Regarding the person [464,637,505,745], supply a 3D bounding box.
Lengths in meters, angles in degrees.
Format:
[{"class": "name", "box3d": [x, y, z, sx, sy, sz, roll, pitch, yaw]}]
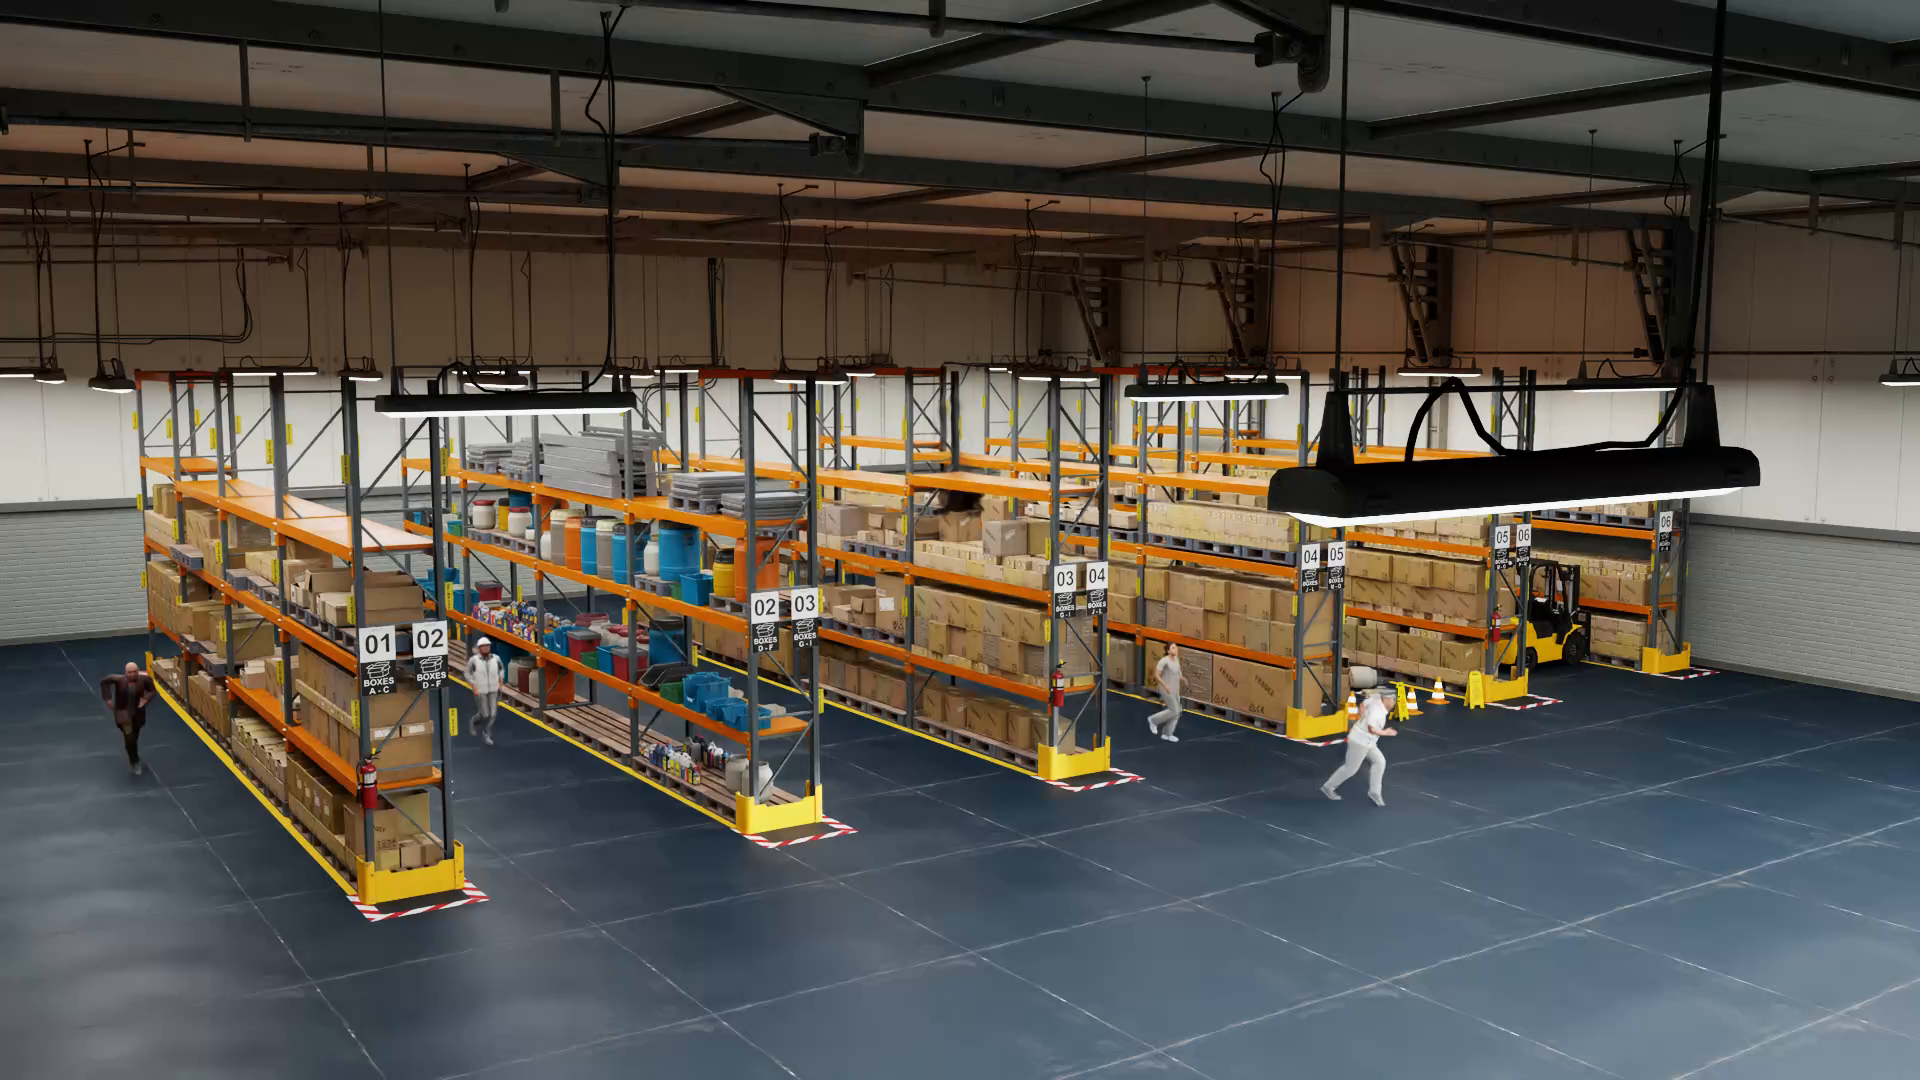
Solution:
[{"class": "person", "box3d": [-7.678, 2.436, 26.968, 0.655, 1.745, 0.625, -4, 8, -34]}]

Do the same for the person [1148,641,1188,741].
[{"class": "person", "box3d": [3.427, 2.461, 27.221, 0.603, 1.639, 0.560, 5, 8, 40]}]

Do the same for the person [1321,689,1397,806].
[{"class": "person", "box3d": [5.600, 2.916, 23.353, 1.017, 1.718, 0.707, 2, 7, 15]}]

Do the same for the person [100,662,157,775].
[{"class": "person", "box3d": [-12.647, 2.666, 25.321, 0.753, 1.744, 1.054, -4, 8, -33]}]
